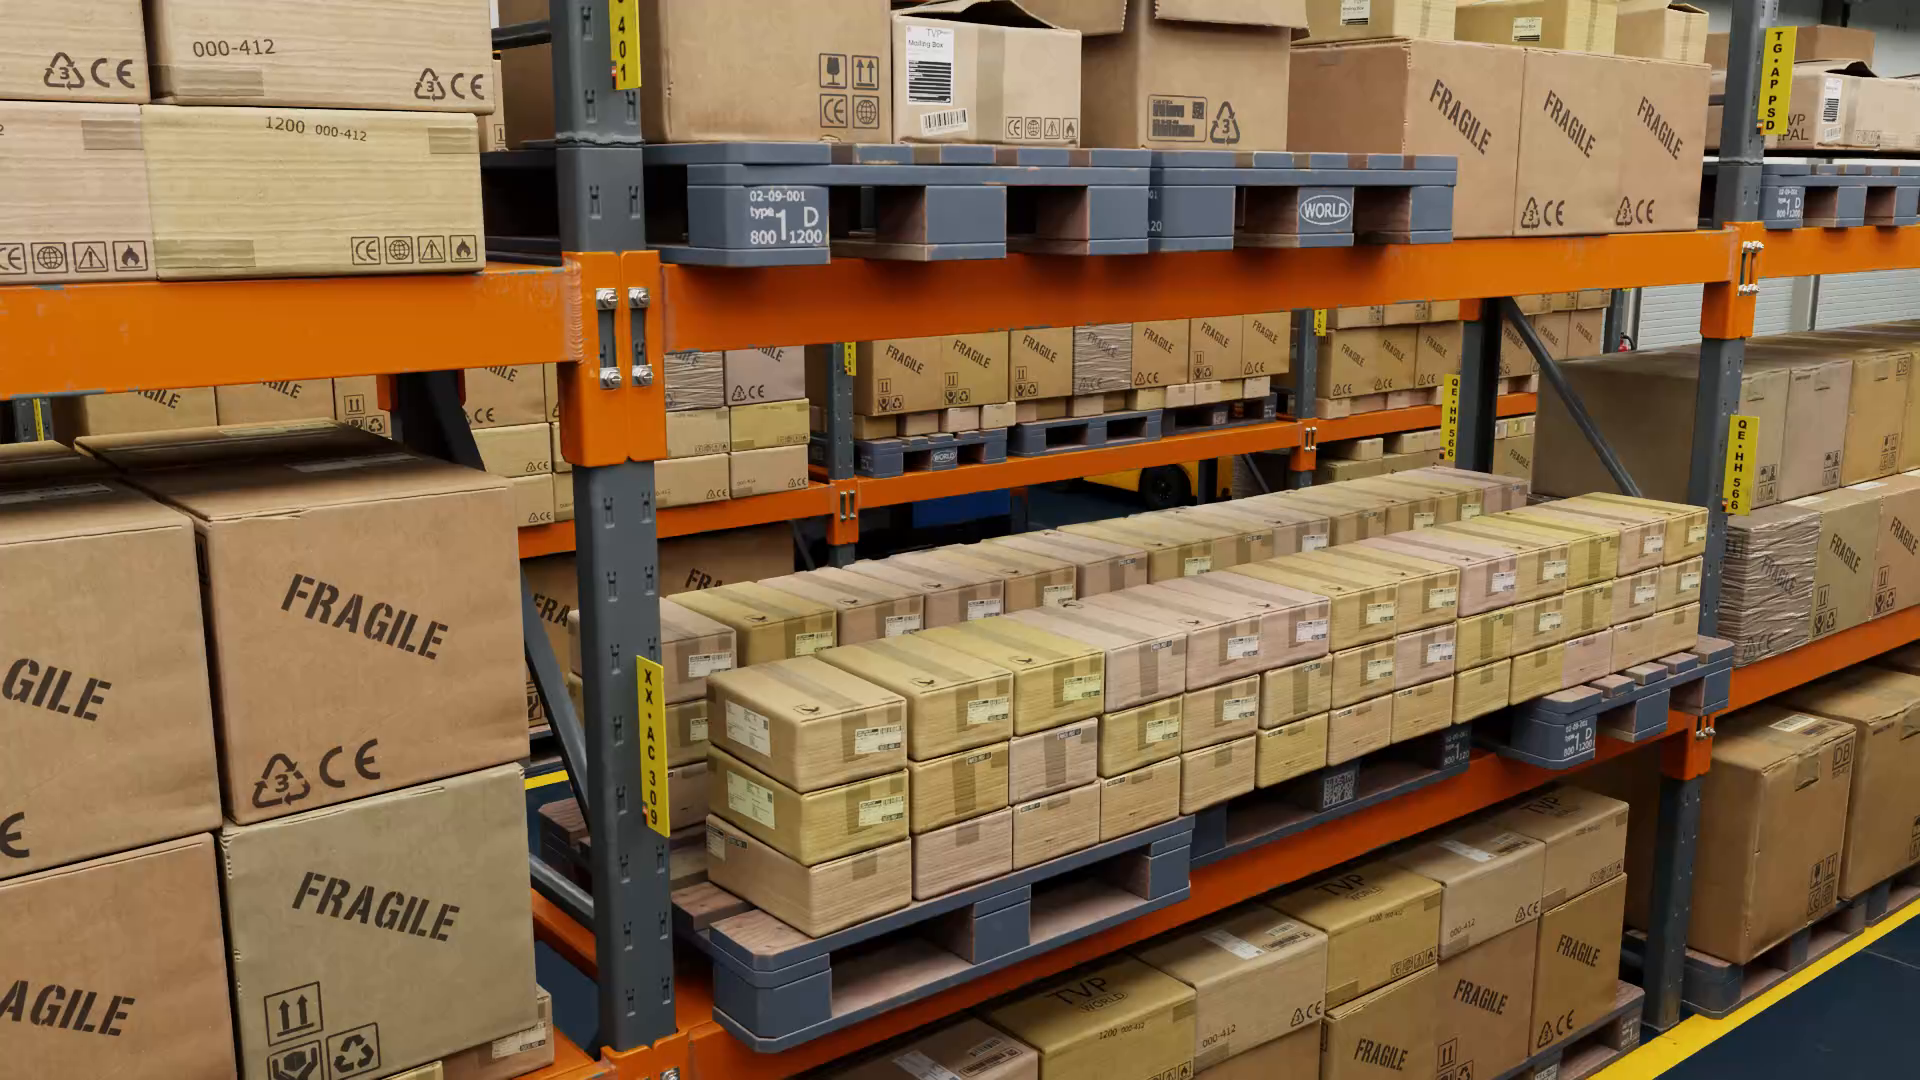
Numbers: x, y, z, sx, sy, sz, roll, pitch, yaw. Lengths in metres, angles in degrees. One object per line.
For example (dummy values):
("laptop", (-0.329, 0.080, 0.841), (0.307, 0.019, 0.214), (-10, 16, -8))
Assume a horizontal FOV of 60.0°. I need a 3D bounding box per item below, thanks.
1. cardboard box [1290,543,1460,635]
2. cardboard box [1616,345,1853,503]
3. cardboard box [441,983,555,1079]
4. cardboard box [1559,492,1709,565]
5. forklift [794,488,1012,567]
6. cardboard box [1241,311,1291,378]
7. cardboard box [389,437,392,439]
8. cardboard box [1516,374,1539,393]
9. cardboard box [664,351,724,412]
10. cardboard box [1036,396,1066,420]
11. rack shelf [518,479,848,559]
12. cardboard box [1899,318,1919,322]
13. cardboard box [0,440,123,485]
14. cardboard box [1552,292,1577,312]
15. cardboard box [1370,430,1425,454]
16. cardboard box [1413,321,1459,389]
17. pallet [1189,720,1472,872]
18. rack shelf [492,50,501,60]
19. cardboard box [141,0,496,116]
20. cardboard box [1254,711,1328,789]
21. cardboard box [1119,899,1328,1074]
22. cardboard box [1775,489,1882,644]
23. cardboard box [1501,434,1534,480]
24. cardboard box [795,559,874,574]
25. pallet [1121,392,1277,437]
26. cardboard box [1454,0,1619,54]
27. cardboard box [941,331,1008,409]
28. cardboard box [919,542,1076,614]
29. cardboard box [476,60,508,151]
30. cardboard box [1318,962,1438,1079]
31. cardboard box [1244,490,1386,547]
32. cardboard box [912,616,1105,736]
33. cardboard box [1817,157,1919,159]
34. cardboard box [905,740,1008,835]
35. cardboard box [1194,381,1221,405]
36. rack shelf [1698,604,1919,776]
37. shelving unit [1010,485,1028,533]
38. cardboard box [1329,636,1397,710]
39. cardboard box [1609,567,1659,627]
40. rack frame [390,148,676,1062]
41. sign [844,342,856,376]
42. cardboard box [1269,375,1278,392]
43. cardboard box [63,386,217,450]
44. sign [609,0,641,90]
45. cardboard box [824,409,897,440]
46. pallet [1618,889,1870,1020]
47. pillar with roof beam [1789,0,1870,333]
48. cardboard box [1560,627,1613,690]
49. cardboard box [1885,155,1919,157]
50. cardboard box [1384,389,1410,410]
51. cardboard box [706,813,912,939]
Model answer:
("cardboard box", (1.108, 0.127, 4.470), (0.250, 0.149, 0.380), (-9, 15, -35))
("cardboard box", (2.966, -0.465, 6.451), (0.500, 0.500, 0.700), (-10, 15, -38))
("cardboard box", (-0.985, 0.912, 3.216), (0.250, 0.149, 0.380), (-10, 15, -38))
("cardboard box", (2.119, -0.040, 5.259), (0.250, 0.149, 0.380), (-10, 16, -40))
("forklift", (-1.038, -1.247, 12.944), (3.031, 2.935, 1.130), (-9, 15, -38))
("cardboard box", (1.950, -1.416, 11.609), (0.500, 0.500, 0.500), (-10, 15, -39))
("cardboard box", (-2.759, -0.391, 7.908), (0.500, 0.250, 0.500), (-9, 15, -37))
("cardboard box", (4.608, -1.308, 13.670), (0.250, 0.149, 0.380), (-9, 15, -37))
("cardboard box", (-1.592, -0.955, 8.757), (0.500, 0.500, 0.500), (-9, 15, -37))
("cardboard box", (0.461, -0.868, 10.587), (0.250, 0.149, 0.380), (-9, 15, -35))
("rack shelf", (-2.518, 0.017, 8.560), (4.000, 0.370, 1.077), (-9, 15, -38))
("cardboard box", (4.955, -0.796, 8.010), (0.500, 0.500, 0.700), (-10, 15, -39))
("cardboard box", (-1.808, 0.119, 2.980), (0.500, 0.500, 0.500), (-10, 16, -39))
("cardboard box", (4.628, -2.150, 13.668), (0.500, 0.500, 0.700), (-9, 15, -37))
("cardboard box", (3.332, -0.764, 12.748), (0.250, 0.149, 0.380), (-9, 15, -35))
("cardboard box", (3.463, -1.452, 12.788), (0.500, 0.500, 0.500), (-10, 15, -38))
("pallet", (0.695, 0.553, 4.767), (1.213, 0.211, 1.003), (-9, 15, -38))
("rack shelf", (-2.498, -4.046, 14.212), (4.000, 0.370, 1.077), (-9, 15, -38))
("cardboard box", (-1.110, -0.823, 2.719), (0.500, 0.250, 0.500), (-10, 16, -40))
("cardboard box", (0.703, 0.485, 4.218), (0.250, 0.149, 0.380), (-10, 15, -39))
("cardboard box", (0.649, 1.177, 4.567), (0.500, 0.250, 0.500), (-9, 15, -36))
("cardboard box", (3.130, 0.065, 6.359), (0.500, 0.500, 0.500), (-10, 15, -38))
("cardboard box", (4.423, -0.645, 13.750), (0.500, 0.500, 0.500), (-9, 15, -36))
("cardboard box", (-0.509, 0.414, 10.274), (0.625, 0.372, 0.950), (-11, 16, -41))
("pallet", (1.480, -0.944, 11.815), (1.213, 0.211, 1.003), (-9, 15, -38))
("cardboard box", (1.671, -1.532, 4.816), (0.258, 0.266, 0.396), (-9, 15, -38))
("cardboard box", (-0.058, -1.084, 10.044), (0.500, 0.500, 0.500), (-8, 15, -35))
("cardboard box", (0.095, 0.123, 4.488), (0.250, 0.149, 0.380), (-10, 16, -39))
("cardboard box", (-2.151, -2.040, 8.043), (0.500, 0.500, 0.500), (-9, 15, -37))
("cardboard box", (1.054, 1.478, 4.952), (0.500, 0.500, 0.500), (-10, 16, -40))
("cardboard box", (1.124, -0.049, 5.300), (0.250, 0.149, 0.380), (-10, 16, -40))
("cardboard box", (0.102, 0.294, 3.683), (0.250, 0.149, 0.380), (-9, 15, -37))
("cardboard box", (4.082, -1.783, 7.435), (0.250, 0.149, 0.380), (-9, 15, -38))
("cardboard box", (-0.112, 0.476, 3.544), (0.250, 0.149, 0.380), (-10, 15, -39))
("cardboard box", (1.542, -1.014, 11.276), (0.250, 0.149, 0.380), (-10, 15, -39))
("rack shelf", (3.777, 0.288, 7.285), (4.000, 0.370, 1.077), (-9, 15, -38))
("shelving unit", (0.318, -0.640, 14.254), (0.503, 1.200, 0.258), (-9, 15, -38))
("cardboard box", (0.907, 0.306, 4.342), (0.250, 0.149, 0.380), (-10, 15, -39))
("cardboard box", (1.907, 0.140, 5.125), (0.250, 0.149, 0.380), (-9, 15, -36))
("rack frame", (-0.908, 0.714, 3.544), (0.127, 3.000, 1.000), (-9, 15, -38))
("sign", (-0.607, -1.071, 9.165), (0.005, 0.325, 0.100), (-9, 15, -38))
("cardboard box", (2.359, -1.406, 12.572), (0.500, 0.500, 0.500), (-10, 16, -39))
("cardboard box", (-3.556, -0.624, 7.198), (0.500, 0.500, 0.500), (-9, 15, -37))
("sign", (-0.563, -0.919, 2.769), (0.005, 0.325, 0.100), (-9, 15, -38))
("cardboard box", (-0.586, -0.689, 9.746), (0.250, 0.149, 0.380), (-11, 16, -41))
("pallet", (2.878, 1.469, 6.702), (1.213, 0.211, 1.003), (-9, 15, -38))
("pillar with roof beam", (17.825, -7.065, 25.736), (0.548, 9.000, 9.100), (-9, 15, -38))
("cardboard box", (1.722, 0.317, 5.010), (0.250, 0.149, 0.380), (-9, 15, -37))
("cardboard box", (4.107, -1.739, 6.837), (0.500, 0.311, 0.500), (-10, 16, -40))
("cardboard box", (3.182, -1.087, 12.629), (0.250, 0.149, 0.380), (-9, 15, -36))
("cardboard box", (-0.313, 0.655, 3.415), (0.250, 0.149, 0.380), (-10, 16, -40))
